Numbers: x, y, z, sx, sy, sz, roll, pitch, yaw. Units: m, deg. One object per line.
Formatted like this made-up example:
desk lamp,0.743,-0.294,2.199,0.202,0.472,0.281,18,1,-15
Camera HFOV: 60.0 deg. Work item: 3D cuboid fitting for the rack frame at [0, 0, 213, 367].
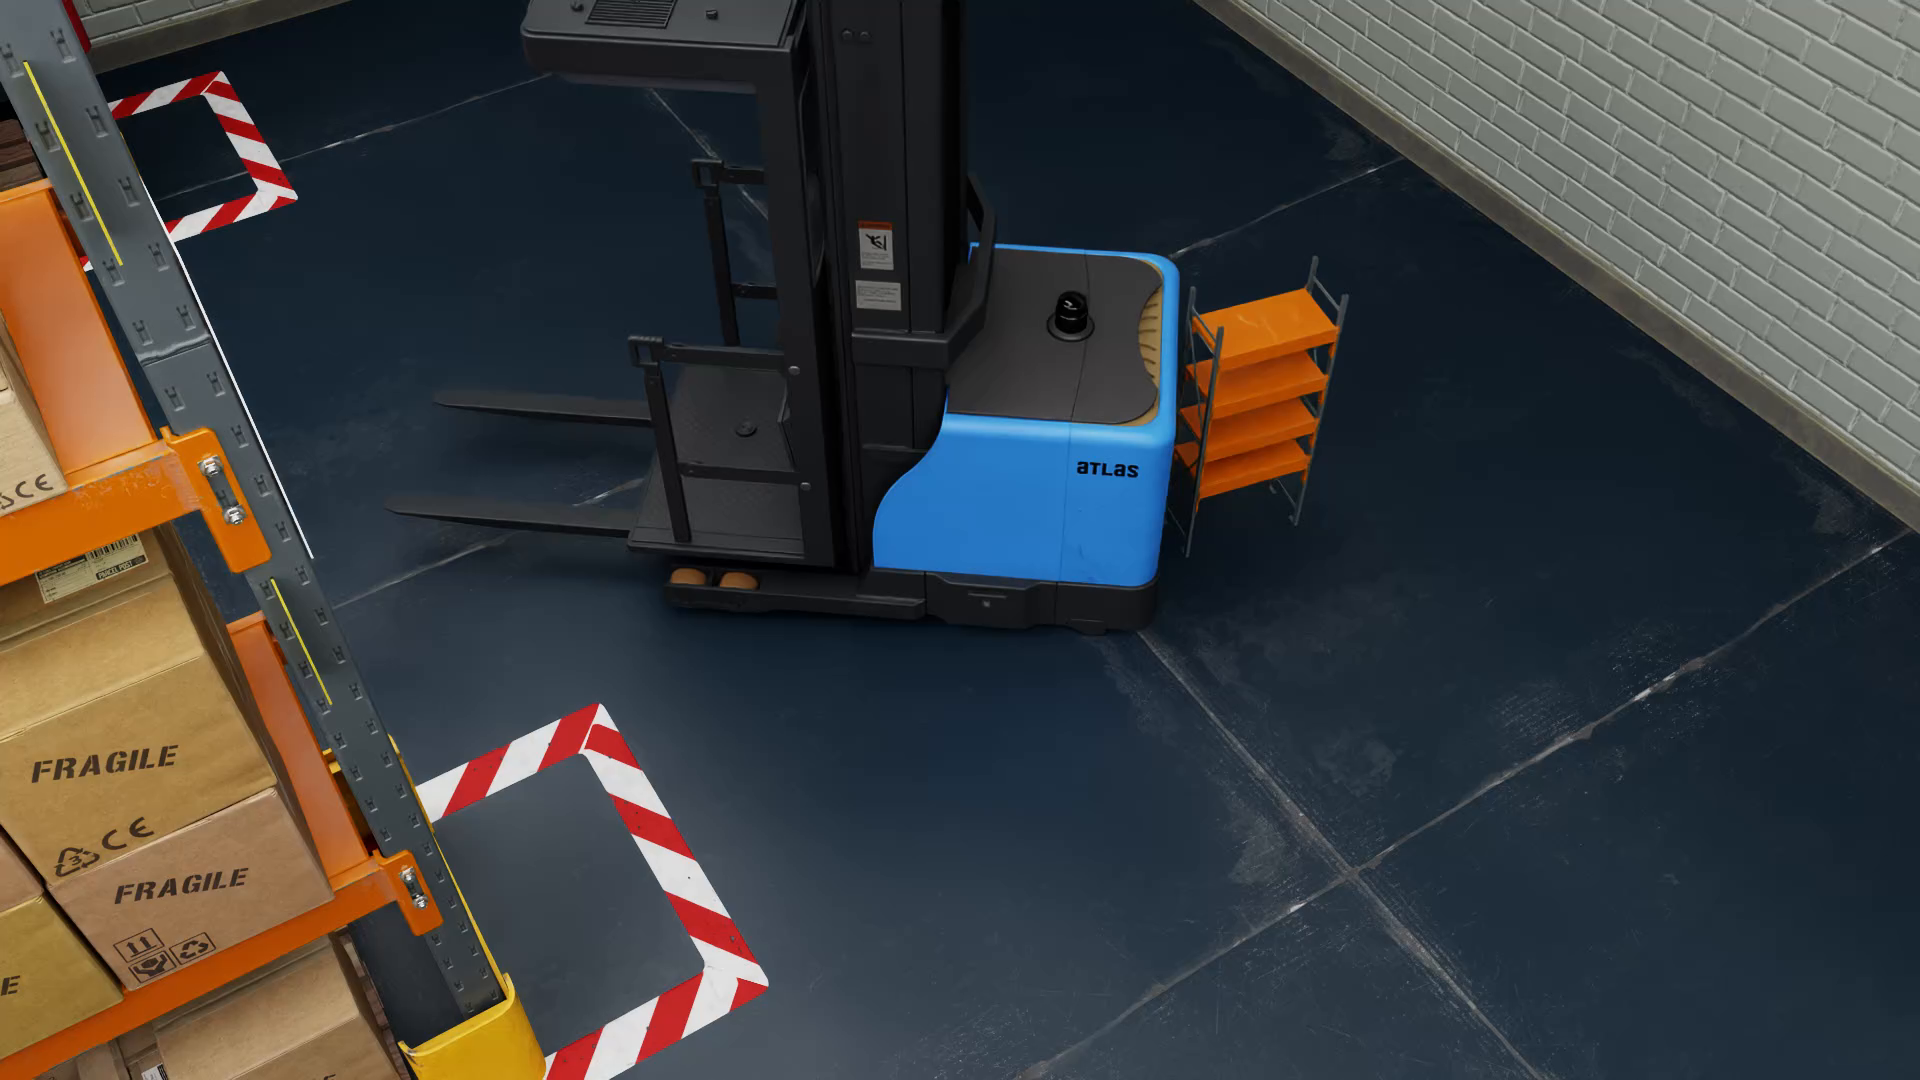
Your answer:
rack frame,-1.666,-1.645,2.135,0.127,3.000,1.000,-25,53,-21

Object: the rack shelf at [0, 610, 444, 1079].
rack shelf,-3.357,1.386,3.934,4.000,0.370,1.077,-25,53,-21

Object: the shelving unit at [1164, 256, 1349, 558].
shelving unit,1.093,-0.477,6.317,0.503,1.200,0.258,-16,50,-14

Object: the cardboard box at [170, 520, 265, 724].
cardboard box,-2.181,0.327,4.329,0.500,0.500,0.500,-24,53,-20

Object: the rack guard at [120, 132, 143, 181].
rack guard,-4.292,-1.956,8.102,0.348,0.500,1.175,-25,53,-21

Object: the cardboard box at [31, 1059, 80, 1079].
cardboard box,-2.700,1.355,5.027,0.500,0.250,0.500,-25,53,-21

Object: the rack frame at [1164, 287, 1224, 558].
rack frame,0.864,-0.413,6.260,0.015,1.200,0.240,-16,50,-14

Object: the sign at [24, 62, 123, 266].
sign,-1.386,-0.584,2.605,0.005,0.325,0.100,-25,53,-21

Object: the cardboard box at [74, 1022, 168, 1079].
cardboard box,-2.384,1.623,4.844,0.250,0.166,0.380,-25,53,-21

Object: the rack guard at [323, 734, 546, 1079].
rack guard,-1.730,1.211,5.282,0.348,0.500,1.175,-25,53,-21

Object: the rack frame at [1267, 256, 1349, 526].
rack frame,1.321,-0.541,6.374,0.015,1.200,0.240,-16,50,-14

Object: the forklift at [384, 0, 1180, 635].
forklift,-0.718,-1.083,5.697,3.031,2.935,1.130,4,48,4

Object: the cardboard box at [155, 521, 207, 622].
cardboard box,-2.181,-0.006,3.955,0.500,0.500,0.500,-24,52,-20

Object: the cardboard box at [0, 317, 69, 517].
cardboard box,-1.959,-0.227,2.980,0.500,0.250,0.500,-25,53,-21

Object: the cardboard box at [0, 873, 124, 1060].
cardboard box,-2.336,0.876,3.840,0.500,0.500,0.500,-25,53,-20

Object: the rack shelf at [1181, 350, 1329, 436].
rack shelf,1.093,-0.581,6.200,0.480,0.148,0.258,-16,50,-14

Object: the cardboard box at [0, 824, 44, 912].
cardboard box,-2.322,0.537,3.472,0.500,0.500,0.500,-24,53,-20

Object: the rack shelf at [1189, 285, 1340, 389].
rack shelf,1.093,-0.739,6.023,0.480,0.148,0.258,-16,50,-14

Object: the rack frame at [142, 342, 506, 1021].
rack frame,-1.666,0.350,4.375,0.127,3.000,1.000,-25,53,-21

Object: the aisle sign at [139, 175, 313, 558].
aisle sign,-1.444,-0.348,3.256,0.004,0.787,0.394,-25,53,-21

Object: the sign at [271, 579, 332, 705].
sign,-1.386,0.218,3.505,0.005,0.325,0.100,-25,53,-21

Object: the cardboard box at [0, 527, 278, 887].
cardboard box,-1.895,0.335,3.652,0.500,0.500,0.500,-26,53,-21

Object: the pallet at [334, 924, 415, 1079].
pallet,-2.404,1.626,5.106,1.213,0.211,1.003,-25,53,-21

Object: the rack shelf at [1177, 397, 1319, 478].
rack shelf,1.093,-0.432,6.367,0.480,0.148,0.258,-16,50,-14

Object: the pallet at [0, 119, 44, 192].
pallet,-4.946,-1.482,7.874,1.213,0.211,1.003,-25,53,-21

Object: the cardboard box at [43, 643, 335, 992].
cardboard box,-1.899,0.667,4.026,0.500,0.500,0.500,-24,52,-20

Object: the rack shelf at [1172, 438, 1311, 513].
rack shelf,1.093,-0.300,6.515,0.480,0.148,0.258,-16,50,-14

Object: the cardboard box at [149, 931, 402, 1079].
cardboard box,-1.994,1.407,4.813,0.500,0.500,0.500,-25,53,-21

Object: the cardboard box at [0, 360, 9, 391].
cardboard box,-1.964,-0.398,2.799,0.500,0.250,0.500,-25,53,-21

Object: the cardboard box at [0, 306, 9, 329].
cardboard box,-2.236,-0.554,3.272,0.500,0.250,0.500,-25,53,-21

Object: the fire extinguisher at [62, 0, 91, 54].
fire extinguisher,-3.938,-2.396,7.122,0.183,0.674,0.296,-25,53,-21

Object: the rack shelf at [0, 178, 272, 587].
rack shelf,-3.357,0.388,2.814,4.000,0.370,1.077,-25,53,-21
